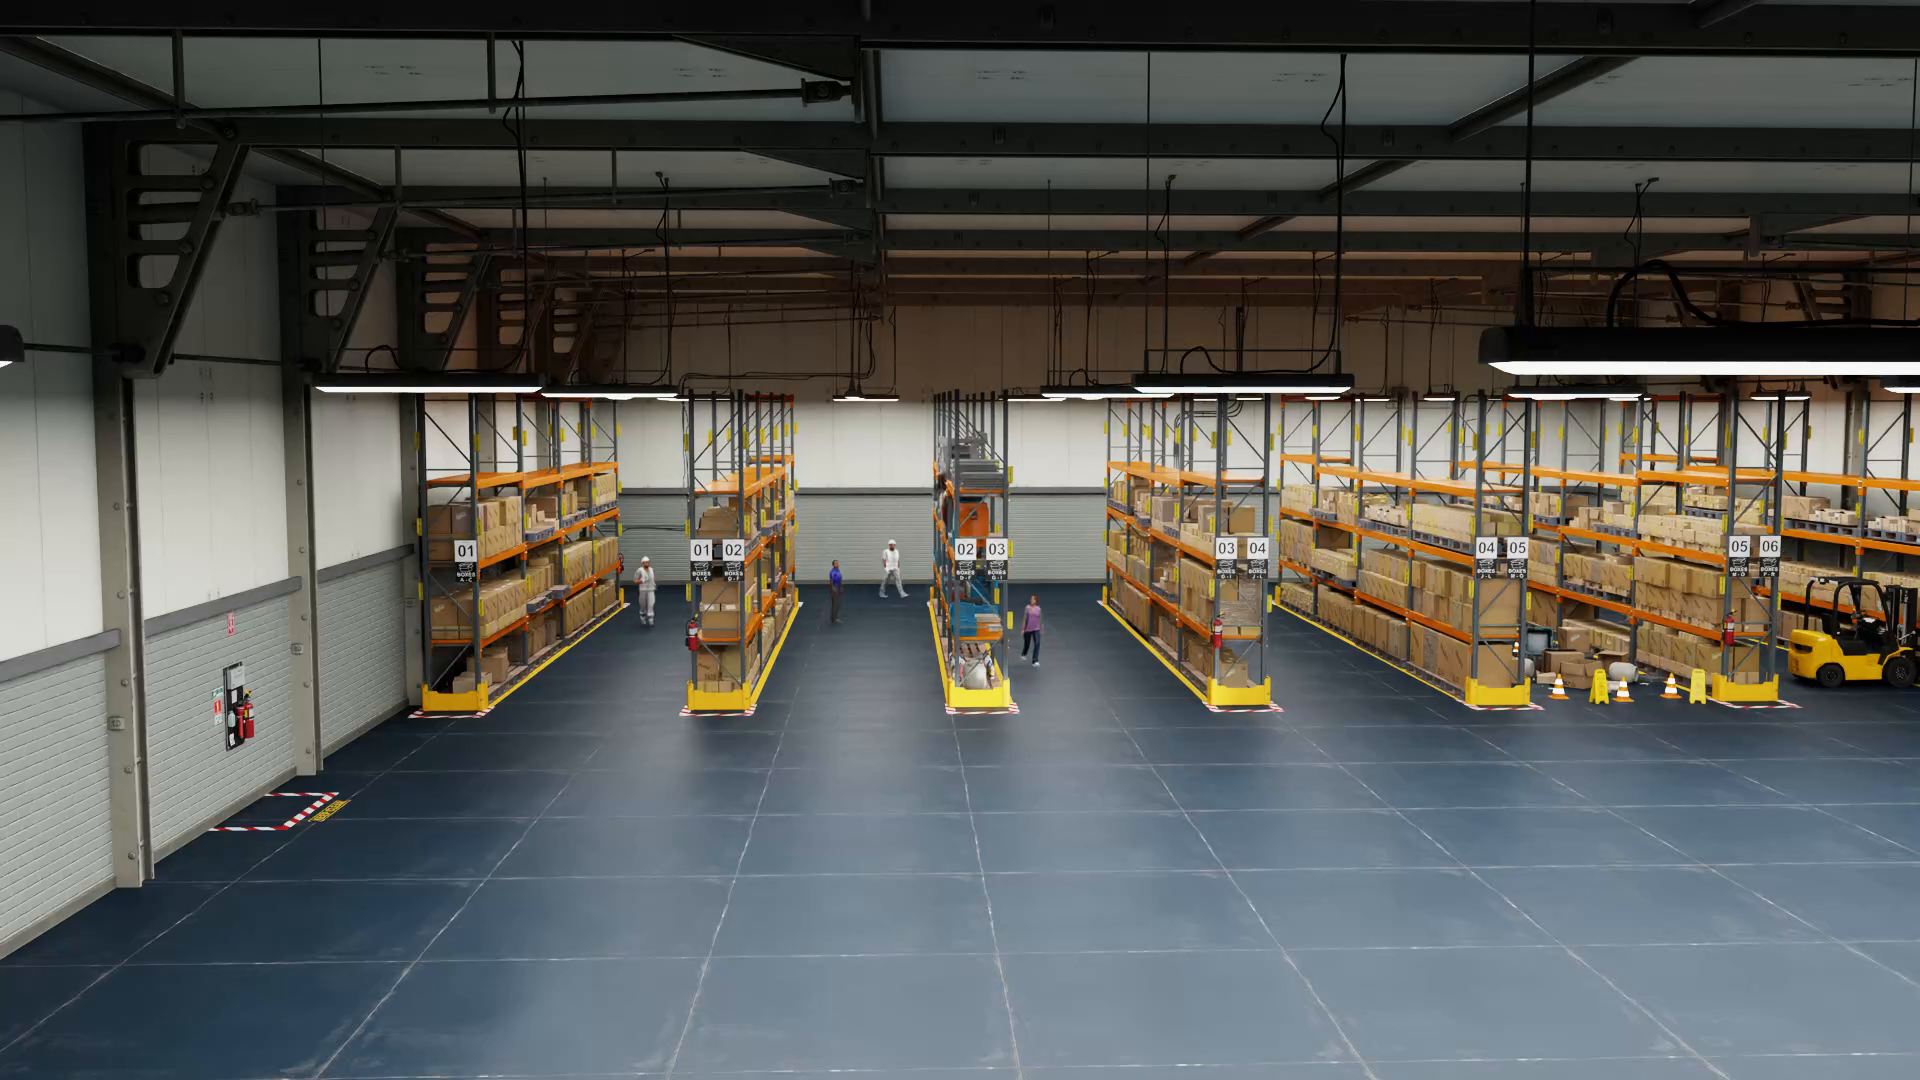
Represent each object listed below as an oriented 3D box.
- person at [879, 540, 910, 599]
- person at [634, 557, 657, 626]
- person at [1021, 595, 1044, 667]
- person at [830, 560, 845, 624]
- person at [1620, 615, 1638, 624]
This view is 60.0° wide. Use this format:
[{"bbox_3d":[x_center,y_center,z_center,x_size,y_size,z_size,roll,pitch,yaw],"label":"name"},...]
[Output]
[{"bbox_3d":[-1.928,0.855,48.907,0.640,1.716,1.033,-5,6,-44],"label":"person"},{"bbox_3d":[-8.050,1.313,42.646,0.613,1.766,0.948,-2,5,-19],"label":"person"},{"bbox_3d":[1.558,1.970,36.315,0.521,1.538,0.827,-1,5,-14],"label":"person"},{"bbox_3d":[-3.242,1.345,43.577,0.404,1.664,0.508,1,5,16],"label":"person"},{"bbox_3d":[17.511,1.323,43.494,0.477,1.727,0.559,1,5,15],"label":"person"}]
